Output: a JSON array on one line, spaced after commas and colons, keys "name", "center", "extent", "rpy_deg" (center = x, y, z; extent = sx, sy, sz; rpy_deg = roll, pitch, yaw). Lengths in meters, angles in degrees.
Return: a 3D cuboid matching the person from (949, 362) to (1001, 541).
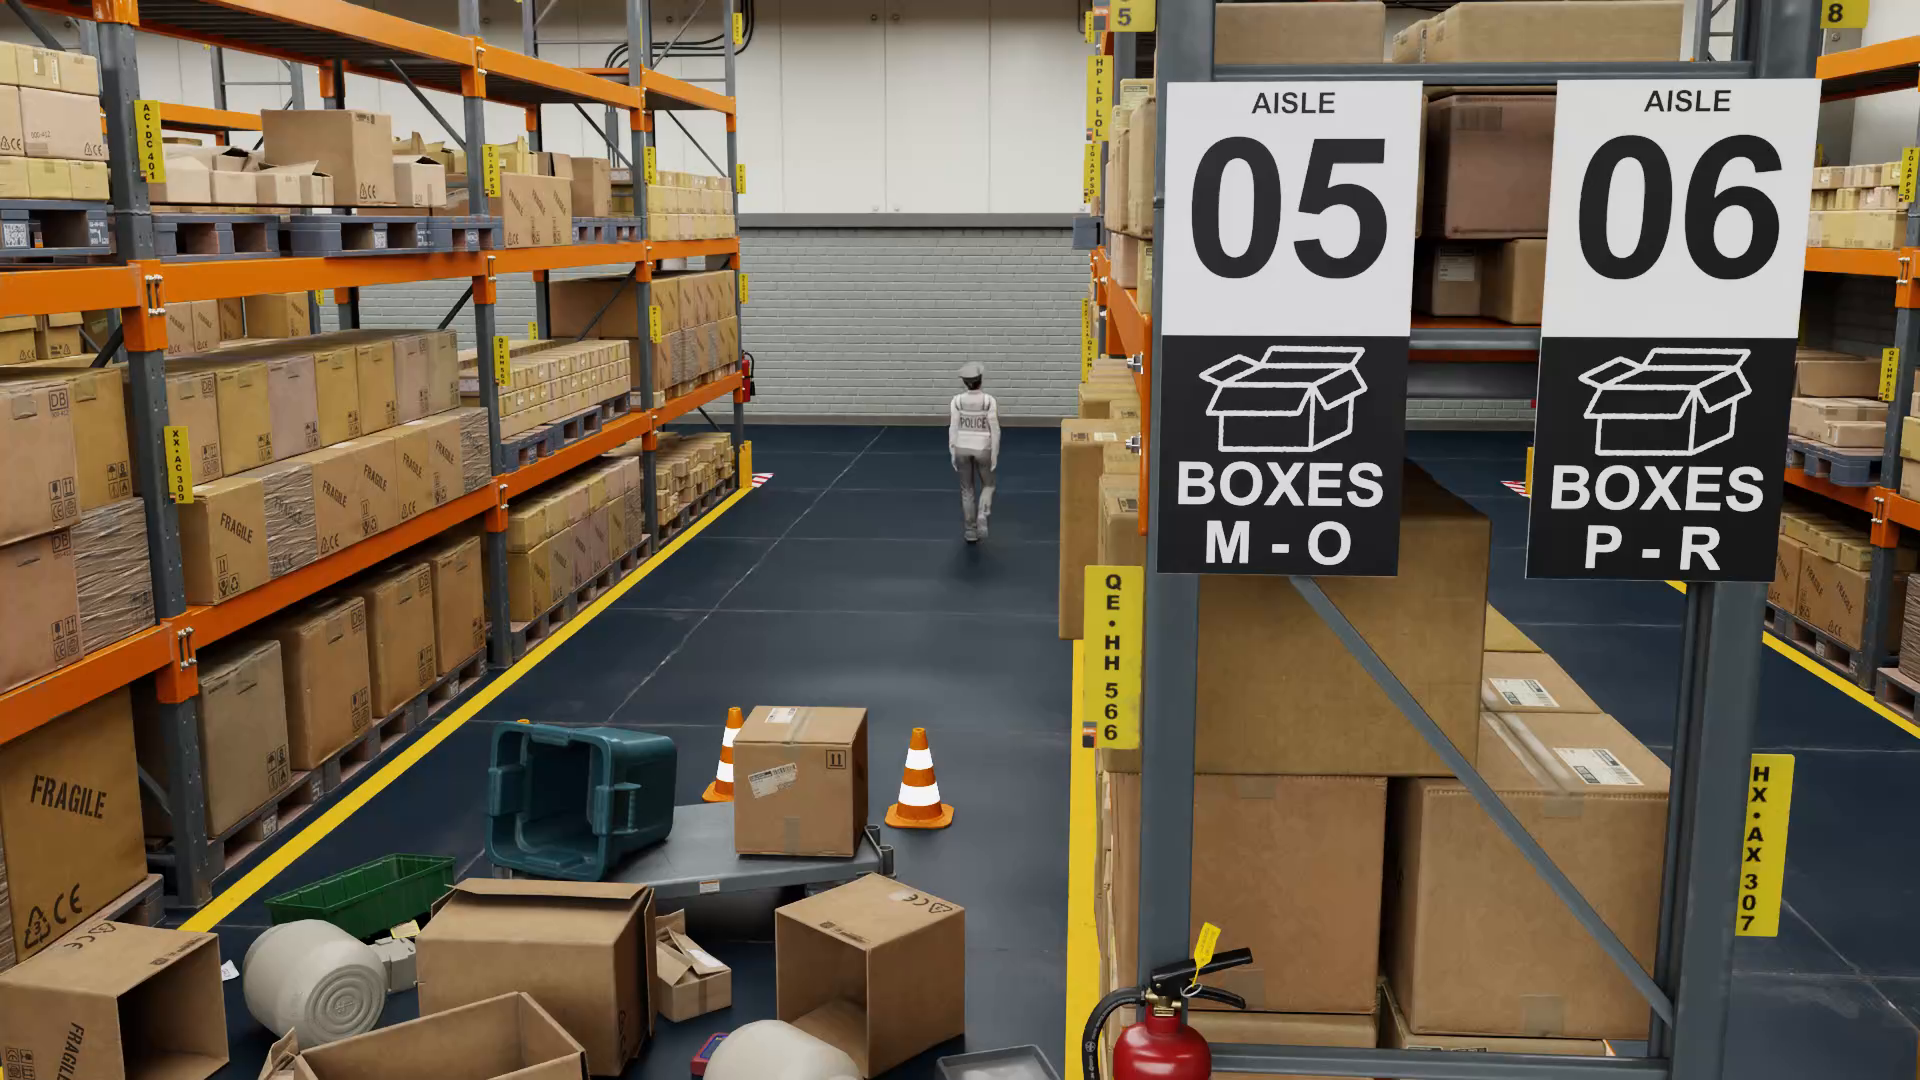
[{"name": "person", "center": [0.138, -0.817, 15.494], "extent": [0.484, 1.675, 0.481], "rpy_deg": [1, 11, 4]}]
